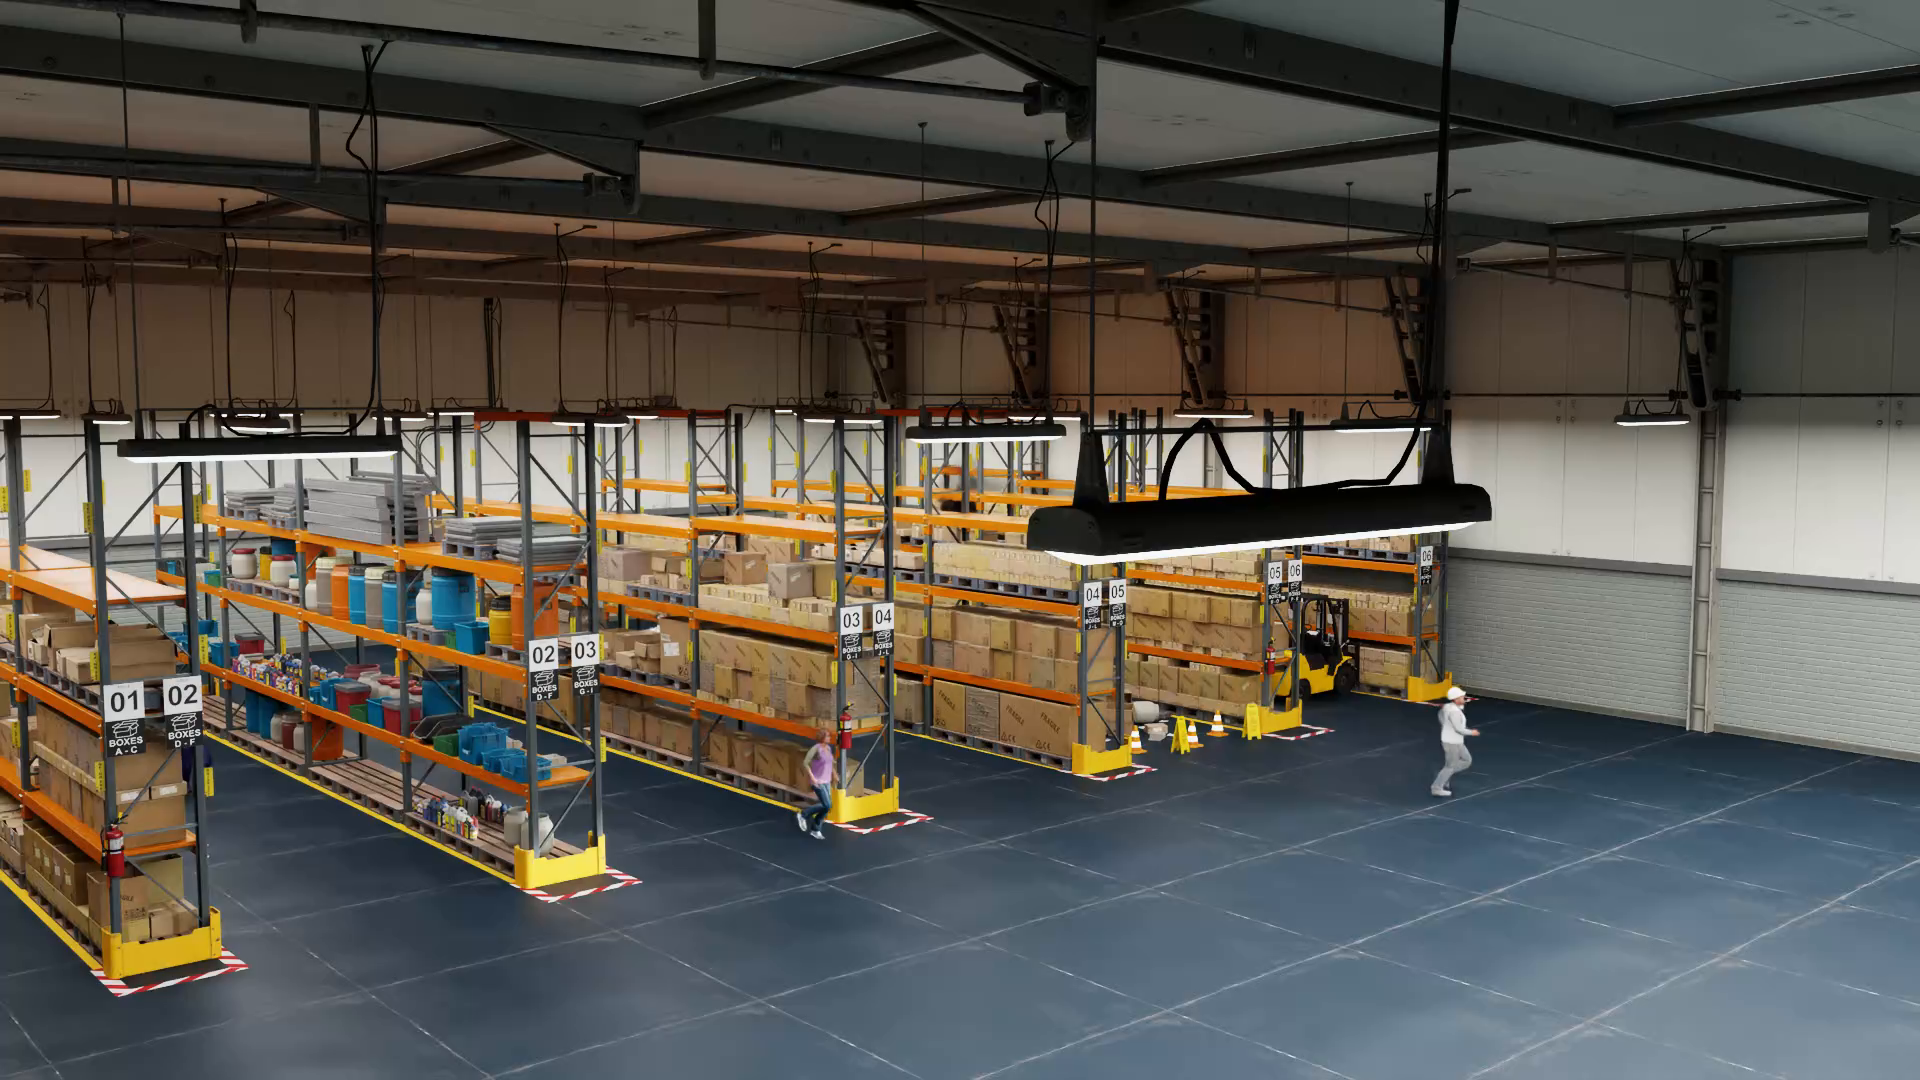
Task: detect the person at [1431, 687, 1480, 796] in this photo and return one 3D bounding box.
[{"bbox_3d":[7.801,3.159,26.185,0.731,1.724,0.679,1,5,12],"label":"person"}]

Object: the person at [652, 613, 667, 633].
[{"bbox_3d":[-6.361,2.387,35.576,0.613,1.687,0.681,-4,6,-36],"label":"person"}]

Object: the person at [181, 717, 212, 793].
[{"bbox_3d":[-12.057,3.230,26.138,0.661,1.676,0.586,4,6,39],"label":"person"}]

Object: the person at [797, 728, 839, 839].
[{"bbox_3d":[-2.004,3.487,23.842,0.528,1.578,0.550,2,6,25],"label":"person"}]
